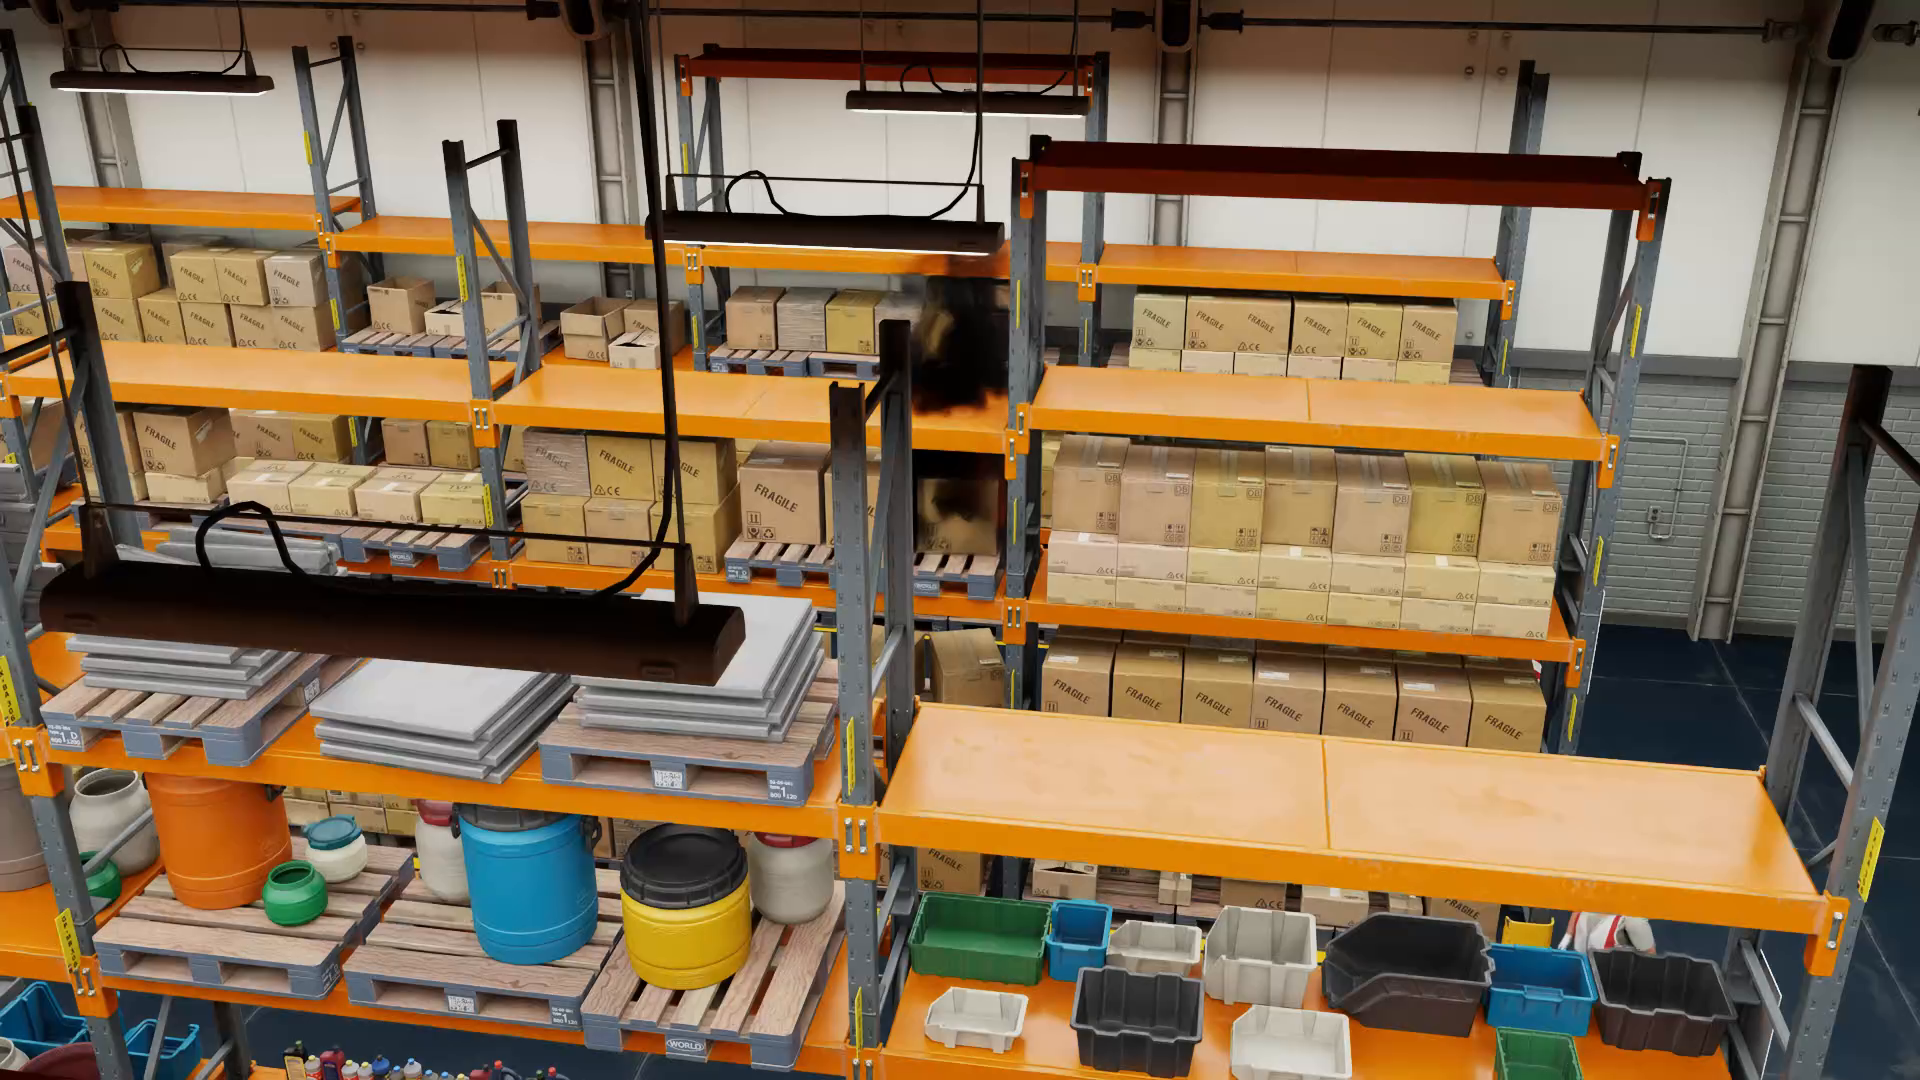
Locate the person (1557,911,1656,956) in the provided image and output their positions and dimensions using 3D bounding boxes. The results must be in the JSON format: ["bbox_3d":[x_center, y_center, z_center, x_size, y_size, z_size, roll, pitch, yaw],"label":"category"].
[{"bbox_3d":[4.278,2.951,11.198,0.657,1.780,0.715,-14,27,-30],"label":"person"}]
